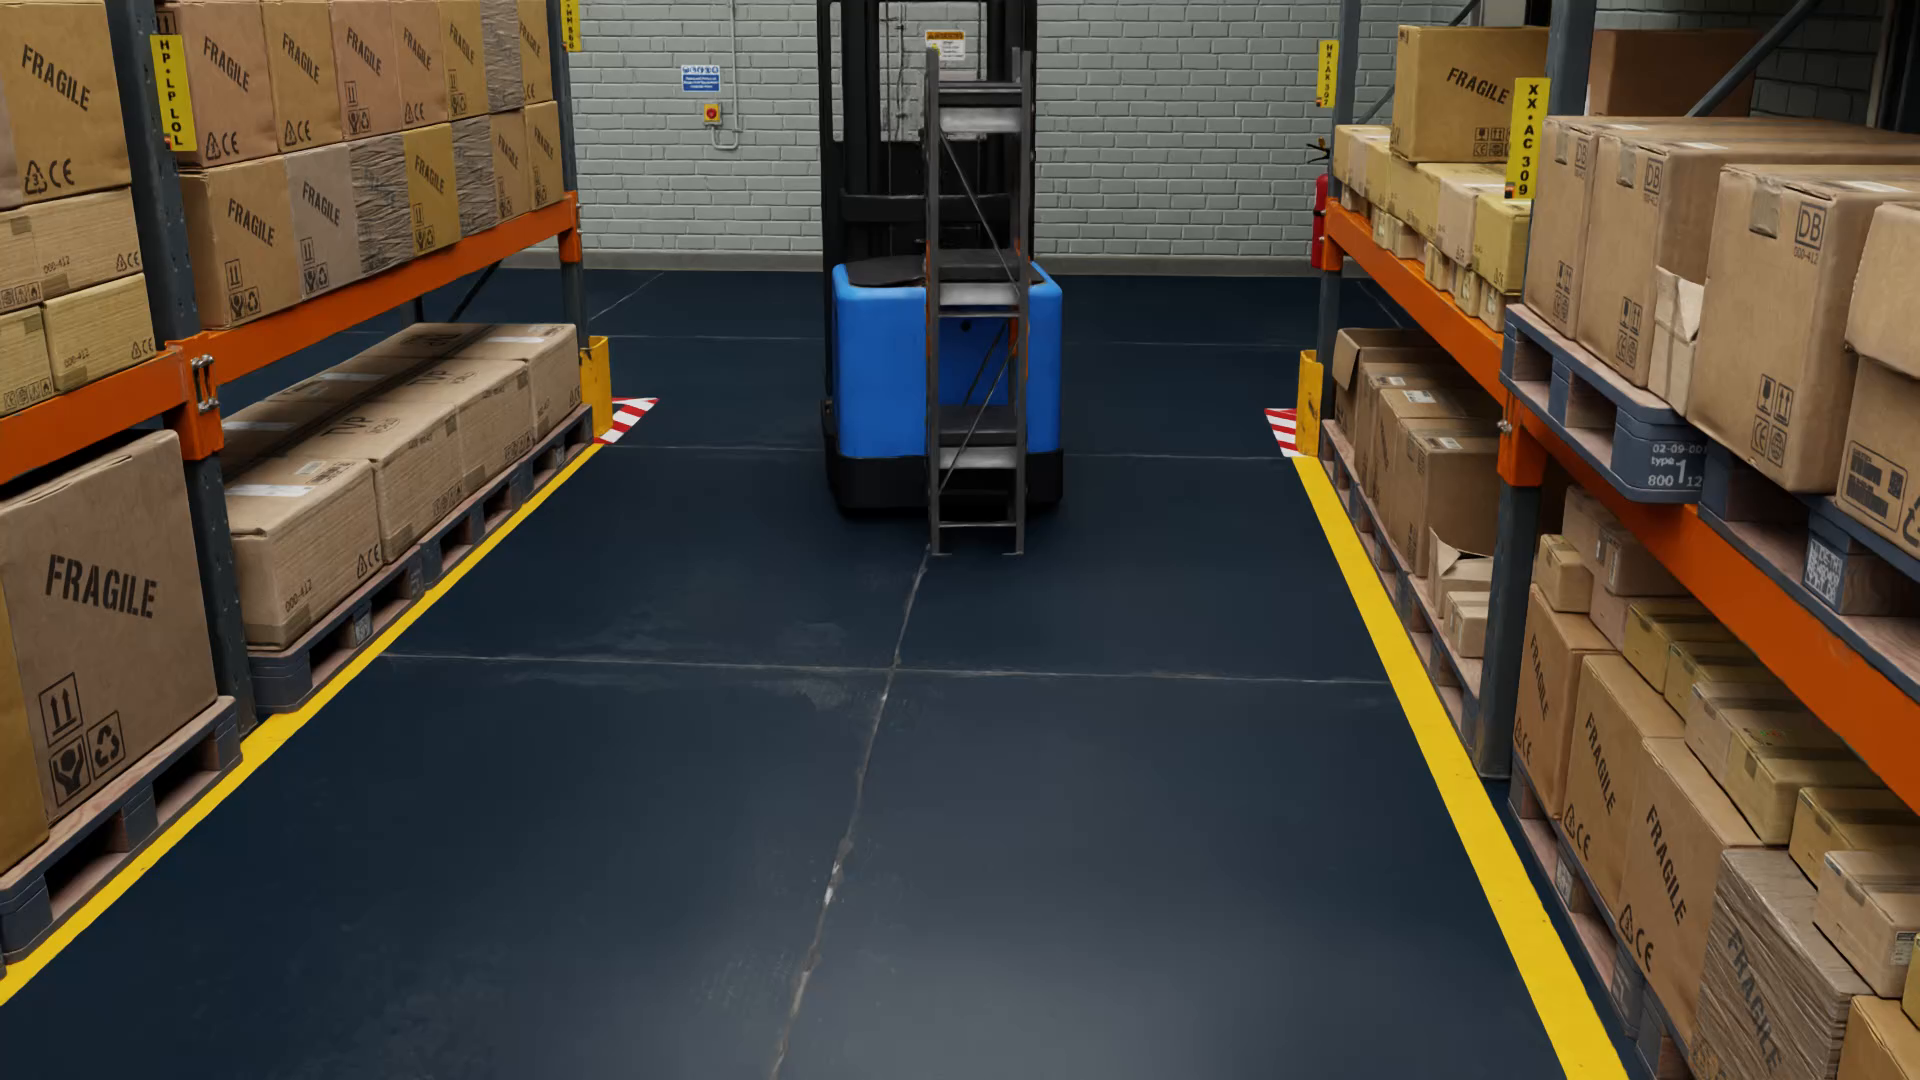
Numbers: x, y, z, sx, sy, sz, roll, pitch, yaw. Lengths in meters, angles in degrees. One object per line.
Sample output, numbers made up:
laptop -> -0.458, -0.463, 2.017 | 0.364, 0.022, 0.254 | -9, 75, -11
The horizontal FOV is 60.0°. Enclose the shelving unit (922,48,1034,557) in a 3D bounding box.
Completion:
shelving unit -> 0.065, -1.004, 7.111 | 0.431, 2.100, 0.503 | -1, 18, -3

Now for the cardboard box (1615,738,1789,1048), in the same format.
cardboard box -> 1.787, 0.765, 3.610 | 0.500, 0.500, 0.500 | 1, 18, 2

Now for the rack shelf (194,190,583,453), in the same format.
rack shelf -> -2.693, -1.077, 7.049 | 1.077, 0.370, 4.000 | 1, 18, 4

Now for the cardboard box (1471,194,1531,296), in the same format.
cardboard box -> 1.908, -0.922, 5.183 | 0.500, 0.250, 0.500 | 2, 18, 5

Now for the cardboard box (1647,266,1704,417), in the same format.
cardboard box -> 1.632, -0.401, 3.372 | 0.396, 0.266, 0.258 | 2, 18, 7

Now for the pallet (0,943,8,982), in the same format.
pallet -> -2.902, 1.148, 3.580 | 1.003, 0.211, 1.213 | 1, 18, 4

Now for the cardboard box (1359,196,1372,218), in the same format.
cardboard box -> 2.132, -1.635, 8.000 | 0.380, 0.149, 0.250 | 2, 18, 5

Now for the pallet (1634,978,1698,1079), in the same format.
pallet -> 2.009, 1.270, 3.208 | 1.003, 0.211, 1.213 | 1, 18, 4

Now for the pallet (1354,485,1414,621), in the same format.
pallet -> 2.249, 0.044, 6.952 | 1.003, 0.211, 1.213 | 1, 18, 4

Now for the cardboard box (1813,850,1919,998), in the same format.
cardboard box -> 1.733, 0.664, 2.879 | 0.380, 0.149, 0.250 | 0, 18, 1

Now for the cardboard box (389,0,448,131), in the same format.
cardboard box -> -2.432, -1.935, 6.746 | 0.500, 0.500, 0.500 | 1, 18, 4

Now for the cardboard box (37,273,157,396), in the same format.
cardboard box -> -2.617, -0.582, 4.623 | 0.500, 0.250, 0.500 | 1, 18, 3

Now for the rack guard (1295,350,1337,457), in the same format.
rack guard -> 2.396, -0.719, 8.816 | 1.175, 0.500, 0.348 | 1, 18, 4

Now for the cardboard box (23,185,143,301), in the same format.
cardboard box -> -2.626, -0.822, 4.553 | 0.500, 0.250, 0.500 | 1, 18, 4

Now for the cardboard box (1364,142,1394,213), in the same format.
cardboard box -> 2.031, -1.552, 7.105 | 0.500, 0.250, 0.500 | 1, 18, 3

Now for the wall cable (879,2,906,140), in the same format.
wall cable -> -0.754, -4.247, 13.935 | 0.588, 1.984, 0.122 | 1, 18, 4

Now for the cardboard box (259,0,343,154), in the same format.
cardboard box -> -2.519, -1.620, 5.783 | 0.500, 0.500, 0.500 | 1, 18, 3

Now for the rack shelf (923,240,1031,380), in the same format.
rack shelf -> 0.065, -0.991, 7.115 | 0.431, 0.518, 0.480 | -1, 18, -3

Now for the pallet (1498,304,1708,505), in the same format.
pallet -> 1.948, -0.352, 3.987 | 1.003, 0.211, 1.213 | 1, 18, 4

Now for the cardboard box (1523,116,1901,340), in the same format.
cardboard box -> 1.857, -0.790, 4.183 | 0.700, 0.500, 0.500 | 2, 18, 5

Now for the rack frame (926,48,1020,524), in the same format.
rack frame -> 0.052, -1.079, 7.343 | 0.400, 2.100, 0.015 | -1, 18, -3

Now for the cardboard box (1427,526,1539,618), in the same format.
cardboard box -> 1.887, 0.121, 5.954 | 0.396, 0.266, 0.258 | 2, 18, 6

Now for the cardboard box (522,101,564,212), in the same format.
cardboard box -> -2.321, -1.932, 8.342 | 0.500, 0.500, 0.500 | 1, 18, 4

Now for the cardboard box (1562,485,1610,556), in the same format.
cardboard box -> 1.884, -0.043, 4.557 | 0.380, 0.149, 0.250 | 1, 18, 3

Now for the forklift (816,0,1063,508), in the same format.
forklift -> -0.190, -1.951, 8.671 | 1.130, 2.935, 3.031 | -2, 18, -6

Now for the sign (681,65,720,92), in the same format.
sign -> -2.213, -3.941, 14.198 | 0.327, 0.218, 0.001 | 1, 18, 4

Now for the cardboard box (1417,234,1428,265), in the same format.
cardboard box -> 2.014, -1.153, 6.527 | 0.380, 0.149, 0.250 | 1, 18, 4

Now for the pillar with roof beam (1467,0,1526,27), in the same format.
pillar with roof beam -> -0.800, -5.695, 10.352 | 9.100, 9.000, 0.400 | 1, 18, 4

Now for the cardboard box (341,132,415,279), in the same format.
cardboard box -> -2.460, -1.296, 6.401 | 0.500, 0.500, 0.500 | 1, 18, 4

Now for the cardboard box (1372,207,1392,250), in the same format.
cardboard box -> 1.962, -1.316, 7.027 | 0.380, 0.149, 0.250 | 1, 18, 2

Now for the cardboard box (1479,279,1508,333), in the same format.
cardboard box -> 1.882, -0.755, 5.314 | 0.380, 0.149, 0.250 | 2, 18, 5

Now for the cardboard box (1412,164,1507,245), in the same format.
cardboard box -> 1.978, -1.233, 6.131 | 0.500, 0.250, 0.500 | 1, 18, 4

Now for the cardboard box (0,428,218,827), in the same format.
cardboard box -> -2.801, 0.206, 4.714 | 0.875, 0.875, 0.875 | 2, 18, 6

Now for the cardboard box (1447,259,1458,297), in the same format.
cardboard box -> 1.923, -0.917, 5.809 | 0.380, 0.149, 0.250 | 2, 18, 5

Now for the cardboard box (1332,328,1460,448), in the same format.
cardboard box -> 2.263, -0.756, 8.248 | 0.797, 0.503, 0.637 | 1, 18, 2

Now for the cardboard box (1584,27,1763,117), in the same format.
cardboard box -> 2.487, -1.572, 5.961 | 0.500, 0.500, 0.500 | 1, 18, 2

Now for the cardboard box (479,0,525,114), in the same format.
cardboard box -> -2.355, -2.245, 7.691 | 0.500, 0.500, 0.500 | 1, 18, 4

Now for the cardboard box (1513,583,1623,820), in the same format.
cardboard box -> 1.855, 0.445, 4.588 | 0.500, 0.500, 0.500 | 2, 18, 6

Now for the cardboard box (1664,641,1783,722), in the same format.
cardboard box -> 1.867, 0.350, 3.835 | 0.380, 0.149, 0.250 | 1, 18, 3

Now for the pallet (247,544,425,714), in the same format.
pallet -> -2.704, 0.293, 6.191 | 1.003, 0.211, 1.213 | 1, 18, 4

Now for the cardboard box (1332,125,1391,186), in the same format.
cardboard box -> 2.100, -1.866, 8.064 | 0.500, 0.250, 0.500 | 1, 18, 4

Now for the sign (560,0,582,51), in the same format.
sign -> -2.010, -2.687, 8.566 | 0.100, 0.325, 0.005 | 1, 18, 4

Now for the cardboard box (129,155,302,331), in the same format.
cardboard box -> -2.542, -0.986, 5.453 | 0.500, 0.500, 0.500 | 2, 18, 6

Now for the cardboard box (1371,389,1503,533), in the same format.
cardboard box -> 2.025, -0.328, 6.947 | 0.500, 0.500, 0.500 | 2, 18, 5

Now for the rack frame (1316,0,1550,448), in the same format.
rack frame -> 2.401, -1.931, 8.498 | 1.000, 3.000, 0.127 | 1, 18, 4

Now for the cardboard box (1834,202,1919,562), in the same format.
cardboard box -> 1.760, -0.206, 2.394 | 0.797, 0.503, 0.637 | 1, 18, 3

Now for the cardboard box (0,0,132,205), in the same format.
cardboard box -> -2.618, -1.176, 4.430 | 0.500, 0.500, 0.500 | 2, 18, 6

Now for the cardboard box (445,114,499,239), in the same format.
cardboard box -> -2.399, -1.617, 7.379 | 0.500, 0.500, 0.500 | 2, 18, 6

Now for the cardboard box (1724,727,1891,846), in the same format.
cardboard box -> 1.792, 0.504, 3.366 | 0.380, 0.149, 0.250 | 2, 18, 6

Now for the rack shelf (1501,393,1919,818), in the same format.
rack shelf -> 1.971, 0.275, 2.923 | 1.077, 0.370, 4.000 | 1, 18, 4

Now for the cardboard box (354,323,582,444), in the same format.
cardboard box -> -2.498, -0.815, 8.534 | 0.875, 0.438, 0.875 | 1, 18, 2

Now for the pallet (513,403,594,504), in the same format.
pallet -> -2.529, -0.465, 8.504 | 1.003, 0.211, 1.213 | 1, 18, 4

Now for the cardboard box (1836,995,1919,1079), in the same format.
cardboard box -> 1.725, 1.088, 2.625 | 0.500, 0.500, 0.500 | 2, 18, 6

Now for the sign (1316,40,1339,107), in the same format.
sign -> 1.860, -2.354, 8.400 | 0.100, 0.325, 0.005 | 1, 18, 4

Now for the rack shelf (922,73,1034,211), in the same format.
rack shelf -> 0.067, -1.657, 6.899 | 0.431, 0.518, 0.480 | -1, 18, -3

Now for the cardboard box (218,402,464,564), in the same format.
cardboard box -> -2.621, -0.251, 6.812 | 0.875, 0.438, 0.875 | 1, 18, 2

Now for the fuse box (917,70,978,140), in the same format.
fuse box -> -0.084, -3.088, 14.098 | 0.539, 1.711, 0.414 | 1, 18, 4

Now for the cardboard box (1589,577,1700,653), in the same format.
cardboard box -> 1.881, 0.185, 4.340 | 0.380, 0.149, 0.250 | 1, 18, 2

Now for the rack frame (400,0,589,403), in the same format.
rack frame -> -2.550, -2.040, 8.833 | 1.000, 3.000, 0.127 | 1, 18, 4
